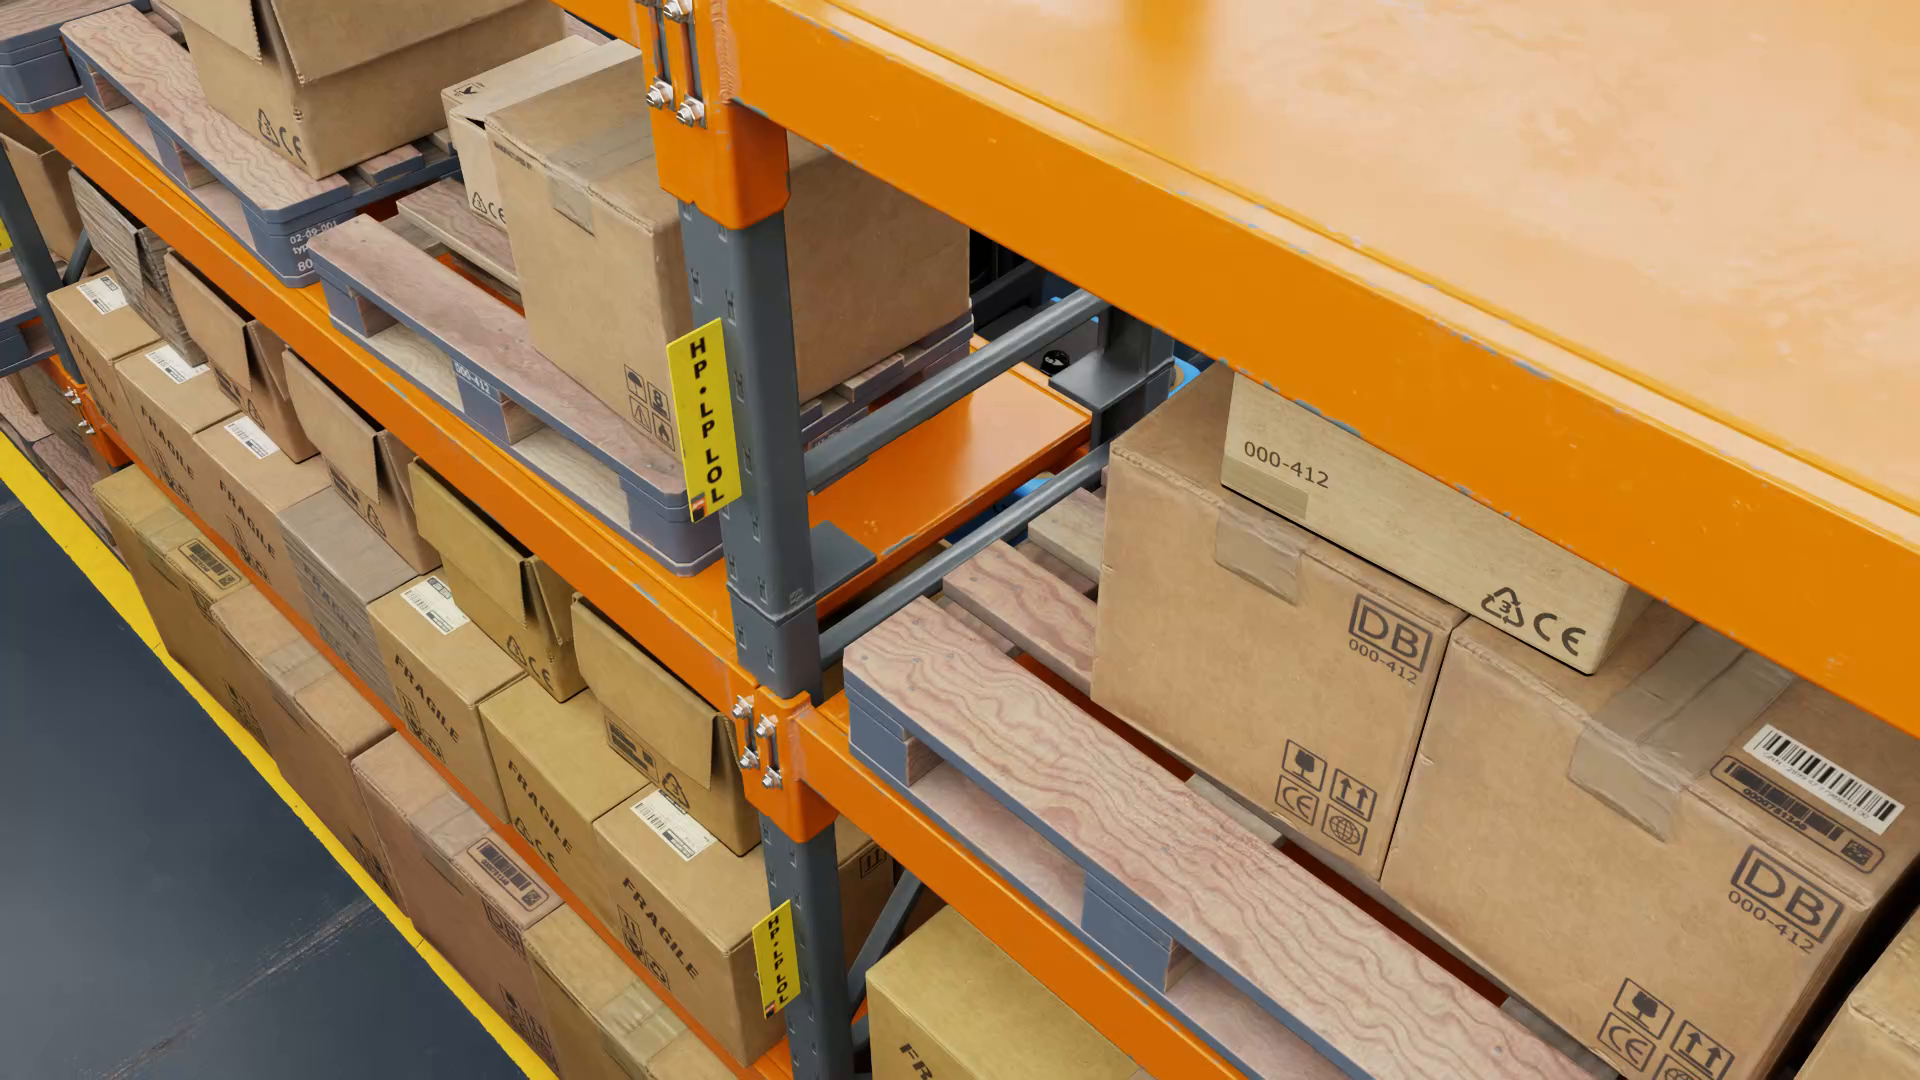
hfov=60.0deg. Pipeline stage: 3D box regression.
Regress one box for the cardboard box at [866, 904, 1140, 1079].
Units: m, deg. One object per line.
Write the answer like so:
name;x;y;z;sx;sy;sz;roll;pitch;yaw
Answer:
cardboard box;0.171;0.997;3.299;0.500;0.500;0.500;-34;53;-31

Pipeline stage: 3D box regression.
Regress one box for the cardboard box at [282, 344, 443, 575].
cardboard box;-1.370;-0.360;4.617;0.797;0.503;0.637;-32;52;-30

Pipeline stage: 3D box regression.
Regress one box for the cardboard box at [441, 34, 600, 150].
cardboard box;-0.932;-0.977;3.762;0.250;0.149;0.380;32;52;30

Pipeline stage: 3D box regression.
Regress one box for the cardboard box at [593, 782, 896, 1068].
cardboard box;-0.510;0.844;4.053;0.500;0.500;0.500;-34;52;-31

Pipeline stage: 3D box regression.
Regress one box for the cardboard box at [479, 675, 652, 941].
cardboard box;-0.855;0.602;4.314;0.500;0.500;0.500;-32;52;-30

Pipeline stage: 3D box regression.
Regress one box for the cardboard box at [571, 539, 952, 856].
cardboard box;-0.443;0.266;3.939;0.637;0.503;0.797;33;52;30

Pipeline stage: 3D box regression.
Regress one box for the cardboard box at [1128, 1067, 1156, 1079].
cardboard box;0.513;1.238;3.039;0.500;0.500;0.500;-34;53;-31

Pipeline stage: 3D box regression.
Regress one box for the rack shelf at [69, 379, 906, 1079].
rack shelf;-1.399;0.277;5.270;1.077;0.370;4.000;-34;53;-31

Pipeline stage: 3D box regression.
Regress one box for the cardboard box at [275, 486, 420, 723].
cardboard box;-1.579;0.112;4.845;0.500;0.500;0.500;-34;52;-31

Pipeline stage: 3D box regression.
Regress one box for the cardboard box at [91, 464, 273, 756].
cardboard box;-2.339;0.020;6.275;0.875;0.875;1.225;32;51;30

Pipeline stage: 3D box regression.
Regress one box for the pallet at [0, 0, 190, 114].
pallet;-2.319;-1.696;4.804;1.213;0.211;1.003;-32;51;-30

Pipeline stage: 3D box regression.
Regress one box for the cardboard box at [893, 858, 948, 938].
cardboard box;-0.134;0.597;4.321;0.500;0.500;0.500;-34;52;-31

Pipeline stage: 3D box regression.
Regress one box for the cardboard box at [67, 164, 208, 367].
cardboard box;-2.306;-0.994;5.303;0.797;0.503;0.637;-32;52;-30

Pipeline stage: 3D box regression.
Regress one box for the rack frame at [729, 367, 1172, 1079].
rack frame;0.014;0.974;3.986;1.000;3.000;0.127;-34;53;-31

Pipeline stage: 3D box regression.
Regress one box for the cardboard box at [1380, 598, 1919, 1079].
cardboard box;0.986;0.253;2.099;0.700;0.500;0.500;-31;51;-29

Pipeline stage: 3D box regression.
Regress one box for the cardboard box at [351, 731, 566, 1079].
cardboard box;-1.084;0.873;5.351;0.875;0.875;1.225;32;52;30

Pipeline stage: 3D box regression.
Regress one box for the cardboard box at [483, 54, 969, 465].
cardboard box;-0.403;-0.592;3.088;0.700;0.500;0.500;-33;52;-30

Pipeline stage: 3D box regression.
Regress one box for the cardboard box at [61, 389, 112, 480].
cardboard box;-3.298;-0.504;7.103;0.500;0.500;0.700;31;51;29

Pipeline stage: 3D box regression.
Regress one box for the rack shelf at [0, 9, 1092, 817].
rack shelf;-1.399;-0.824;4.252;1.077;0.370;4.000;-34;53;-31

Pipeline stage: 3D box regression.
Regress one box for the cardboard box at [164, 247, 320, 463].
cardboard box;-1.848;-0.680;4.962;0.797;0.503;0.637;-33;52;-30

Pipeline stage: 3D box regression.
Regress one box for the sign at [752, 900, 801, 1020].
sign;-0.364;0.843;3.333;0.100;0.325;0.005;-34;53;-31

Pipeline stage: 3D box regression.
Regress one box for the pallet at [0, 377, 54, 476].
pallet;-4.219;-0.886;8.053;1.003;0.211;1.213;-34;53;-31

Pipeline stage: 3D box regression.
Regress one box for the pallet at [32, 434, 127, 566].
pallet;-3.362;-0.300;7.419;1.003;0.211;1.213;-34;53;-31

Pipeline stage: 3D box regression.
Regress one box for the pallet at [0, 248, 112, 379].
pallet;-3.390;-1.169;6.446;1.213;0.211;1.003;-34;53;-31

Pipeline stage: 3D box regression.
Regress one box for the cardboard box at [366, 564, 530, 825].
cardboard box;-1.228;0.355;4.582;0.500;0.500;0.500;34;52;31

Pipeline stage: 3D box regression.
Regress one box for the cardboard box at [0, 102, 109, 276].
cardboard box;-3.221;-1.379;6.149;0.500;0.500;0.500;28;50;27

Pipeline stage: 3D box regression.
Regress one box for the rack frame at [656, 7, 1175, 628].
rack frame;0.014;-1.229;1.950;1.000;3.000;0.127;-34;53;-31

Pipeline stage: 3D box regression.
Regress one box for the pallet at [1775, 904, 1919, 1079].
pallet;1.441;0.889;1.933;1.003;0.211;1.213;-34;53;-31

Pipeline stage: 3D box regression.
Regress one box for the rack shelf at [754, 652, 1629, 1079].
rack shelf;1.426;1.098;2.172;1.077;0.370;4.000;-34;53;-31

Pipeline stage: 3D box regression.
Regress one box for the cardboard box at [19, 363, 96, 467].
cardboard box;-3.699;-0.764;7.385;0.500;0.500;0.700;30;50;28

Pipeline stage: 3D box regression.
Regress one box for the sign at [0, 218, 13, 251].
sign;-3.189;-1.079;5.413;0.100;0.325;0.005;-34;53;-31

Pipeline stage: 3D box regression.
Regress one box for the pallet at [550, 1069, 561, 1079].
pallet;-0.585;1.664;5.294;1.003;0.211;1.213;-34;53;-31

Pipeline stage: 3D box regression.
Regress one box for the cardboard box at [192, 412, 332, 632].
cardboard box;-1.930;-0.129;5.106;0.500;0.500;0.500;33;52;31

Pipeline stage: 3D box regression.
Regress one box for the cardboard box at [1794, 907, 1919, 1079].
cardboard box;1.254;0.572;1.754;0.700;0.500;0.500;-32;51;-30

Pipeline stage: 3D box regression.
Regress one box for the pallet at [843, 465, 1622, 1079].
pallet;0.584;0.303;2.567;1.003;0.211;1.213;-34;53;-31

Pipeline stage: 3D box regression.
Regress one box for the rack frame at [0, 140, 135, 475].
rack frame;-2.811;-0.948;6.066;1.000;3.000;0.127;-34;53;-31

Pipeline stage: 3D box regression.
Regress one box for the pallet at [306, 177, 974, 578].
pallet;-0.669;-0.474;3.484;1.217;0.209;0.805;32;52;30

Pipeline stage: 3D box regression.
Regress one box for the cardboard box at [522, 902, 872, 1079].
cardboard box;-0.452;1.302;4.887;1.225;0.875;0.875;-34;52;-31

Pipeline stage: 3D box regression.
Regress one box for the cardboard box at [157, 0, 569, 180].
cardboard box;-1.353;-1.270;3.819;0.637;0.503;0.797;34;52;31

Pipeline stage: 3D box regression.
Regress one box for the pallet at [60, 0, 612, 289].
pallet;-1.527;-1.160;4.224;1.003;0.211;1.213;-32;51;-30

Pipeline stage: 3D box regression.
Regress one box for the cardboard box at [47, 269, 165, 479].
cardboard box;-2.661;-0.621;5.638;0.500;0.500;0.500;-33;52;-30

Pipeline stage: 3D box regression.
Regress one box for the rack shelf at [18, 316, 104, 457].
rack shelf;-4.224;-1.645;7.350;1.077;0.370;4.000;-34;53;-31

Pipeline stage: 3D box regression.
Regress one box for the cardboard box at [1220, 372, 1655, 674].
cardboard box;0.673;-0.176;2.010;0.500;0.250;0.500;31;51;29

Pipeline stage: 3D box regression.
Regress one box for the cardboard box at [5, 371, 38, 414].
cardboard box;-4.104;-1.033;7.676;0.700;0.500;0.500;-30;50;-28

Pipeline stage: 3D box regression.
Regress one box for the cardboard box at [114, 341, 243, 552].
cardboard box;-2.295;-0.374;5.371;0.500;0.500;0.500;33;52;30

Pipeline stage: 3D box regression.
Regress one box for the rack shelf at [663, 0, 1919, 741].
rack shelf;1.426;0.143;1.290;1.077;0.370;4.000;-34;53;-31

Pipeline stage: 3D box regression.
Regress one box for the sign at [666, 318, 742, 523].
sign;-0.364;-0.168;2.399;0.100;0.325;0.005;-34;53;-31

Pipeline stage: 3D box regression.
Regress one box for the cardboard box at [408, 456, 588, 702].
cardboard box;-0.920;-0.069;4.302;0.797;0.503;0.637;-33;52;-31

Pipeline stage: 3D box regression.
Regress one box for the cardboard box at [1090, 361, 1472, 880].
cardboard box;0.609;-0.008;2.381;0.500;0.500;0.700;31;51;29

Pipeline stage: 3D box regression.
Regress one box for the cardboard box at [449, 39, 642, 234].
cardboard box;-0.697;-0.819;3.473;0.500;0.311;0.500;32;52;30

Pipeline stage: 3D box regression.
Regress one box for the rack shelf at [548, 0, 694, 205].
rack shelf;-1.399;-1.779;3.370;1.077;0.370;4.000;-34;53;-31

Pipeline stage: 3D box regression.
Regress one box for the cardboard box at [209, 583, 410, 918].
cardboard box;-1.714;0.452;5.807;1.225;0.875;0.875;-34;52;-31

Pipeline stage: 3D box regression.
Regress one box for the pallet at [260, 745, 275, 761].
pallet;-2.308;0.491;6.563;1.003;0.211;1.213;-34;53;-31

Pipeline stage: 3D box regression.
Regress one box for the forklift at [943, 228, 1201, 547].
forklift;-0.464;-1.366;6.569;3.031;2.935;1.130;32;51;30
